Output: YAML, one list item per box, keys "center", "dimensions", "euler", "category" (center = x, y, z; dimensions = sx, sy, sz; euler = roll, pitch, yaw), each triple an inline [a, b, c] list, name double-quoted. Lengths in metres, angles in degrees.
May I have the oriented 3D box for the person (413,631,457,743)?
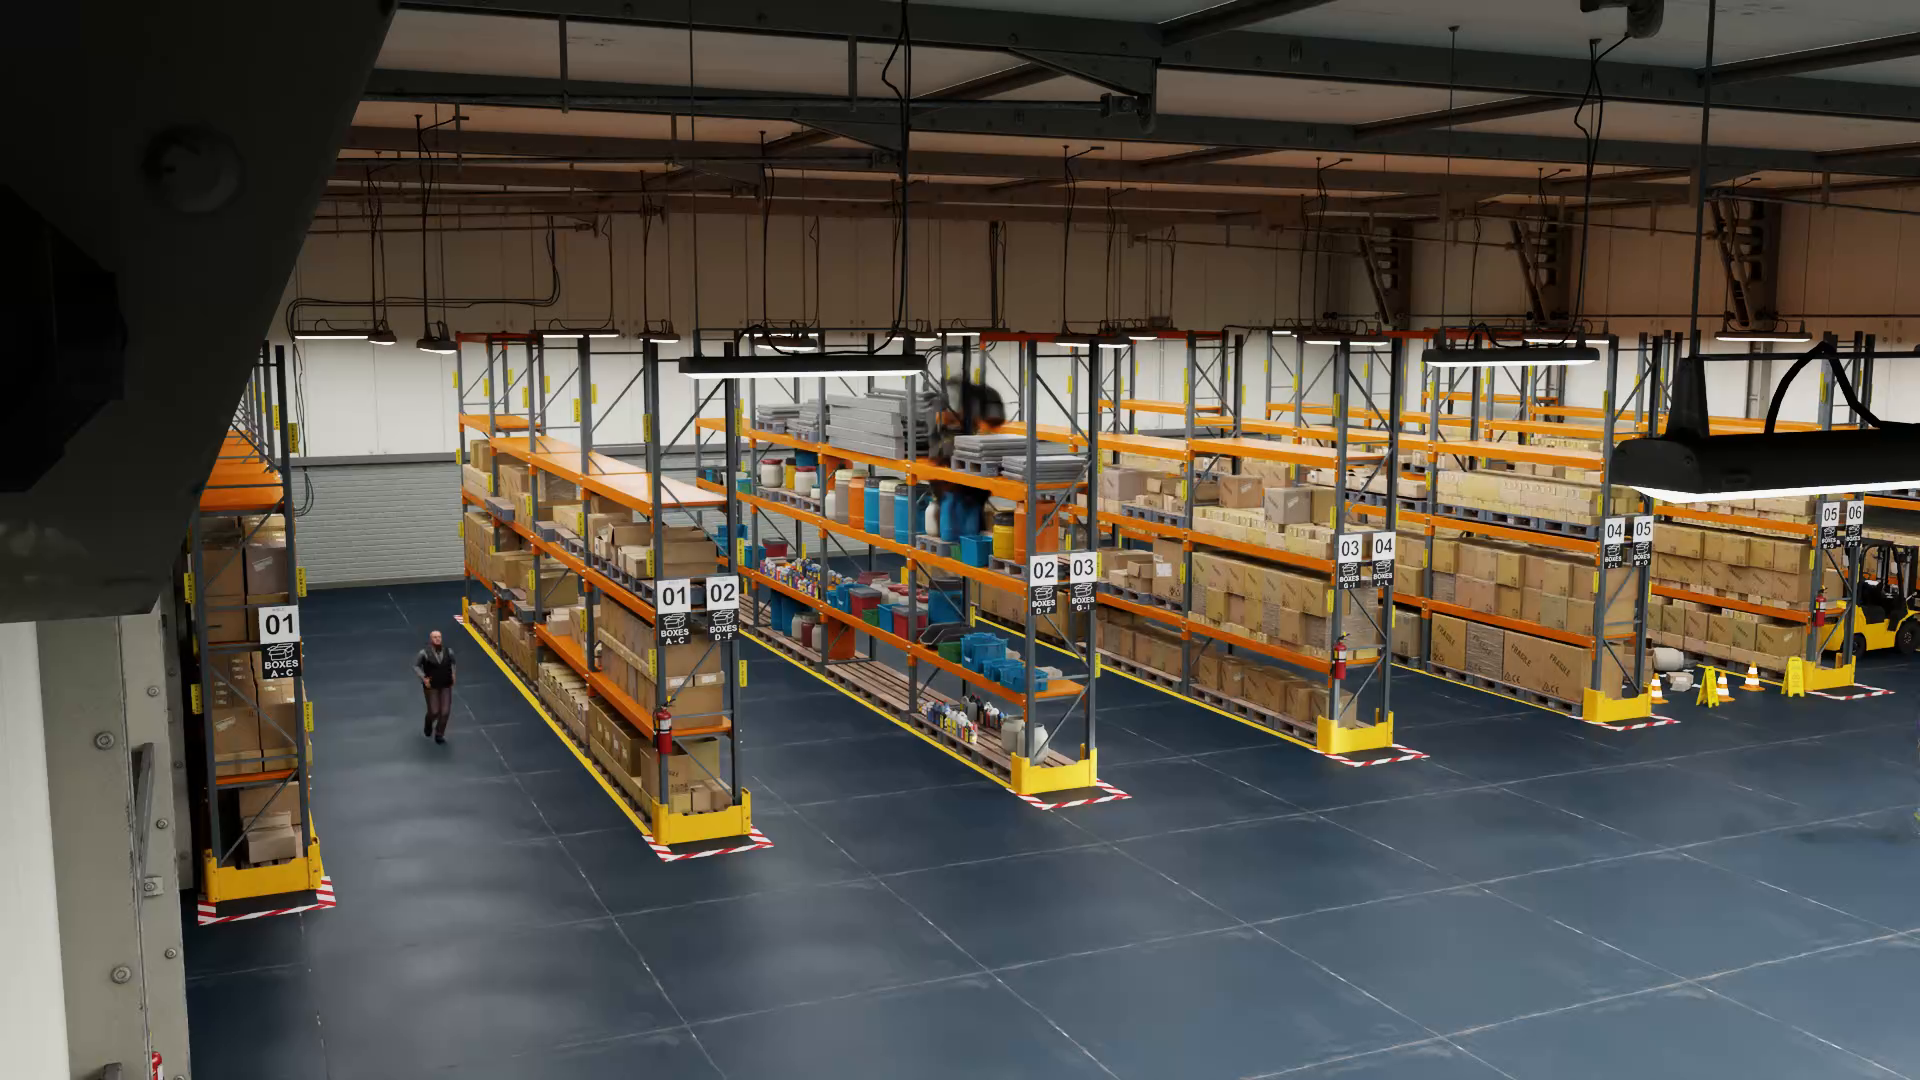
- center: [-7.750, 2.178, 24.694]
  dimensions: [0.643, 1.676, 0.577]
  euler: [-5, 9, -34]
  category: "person"
